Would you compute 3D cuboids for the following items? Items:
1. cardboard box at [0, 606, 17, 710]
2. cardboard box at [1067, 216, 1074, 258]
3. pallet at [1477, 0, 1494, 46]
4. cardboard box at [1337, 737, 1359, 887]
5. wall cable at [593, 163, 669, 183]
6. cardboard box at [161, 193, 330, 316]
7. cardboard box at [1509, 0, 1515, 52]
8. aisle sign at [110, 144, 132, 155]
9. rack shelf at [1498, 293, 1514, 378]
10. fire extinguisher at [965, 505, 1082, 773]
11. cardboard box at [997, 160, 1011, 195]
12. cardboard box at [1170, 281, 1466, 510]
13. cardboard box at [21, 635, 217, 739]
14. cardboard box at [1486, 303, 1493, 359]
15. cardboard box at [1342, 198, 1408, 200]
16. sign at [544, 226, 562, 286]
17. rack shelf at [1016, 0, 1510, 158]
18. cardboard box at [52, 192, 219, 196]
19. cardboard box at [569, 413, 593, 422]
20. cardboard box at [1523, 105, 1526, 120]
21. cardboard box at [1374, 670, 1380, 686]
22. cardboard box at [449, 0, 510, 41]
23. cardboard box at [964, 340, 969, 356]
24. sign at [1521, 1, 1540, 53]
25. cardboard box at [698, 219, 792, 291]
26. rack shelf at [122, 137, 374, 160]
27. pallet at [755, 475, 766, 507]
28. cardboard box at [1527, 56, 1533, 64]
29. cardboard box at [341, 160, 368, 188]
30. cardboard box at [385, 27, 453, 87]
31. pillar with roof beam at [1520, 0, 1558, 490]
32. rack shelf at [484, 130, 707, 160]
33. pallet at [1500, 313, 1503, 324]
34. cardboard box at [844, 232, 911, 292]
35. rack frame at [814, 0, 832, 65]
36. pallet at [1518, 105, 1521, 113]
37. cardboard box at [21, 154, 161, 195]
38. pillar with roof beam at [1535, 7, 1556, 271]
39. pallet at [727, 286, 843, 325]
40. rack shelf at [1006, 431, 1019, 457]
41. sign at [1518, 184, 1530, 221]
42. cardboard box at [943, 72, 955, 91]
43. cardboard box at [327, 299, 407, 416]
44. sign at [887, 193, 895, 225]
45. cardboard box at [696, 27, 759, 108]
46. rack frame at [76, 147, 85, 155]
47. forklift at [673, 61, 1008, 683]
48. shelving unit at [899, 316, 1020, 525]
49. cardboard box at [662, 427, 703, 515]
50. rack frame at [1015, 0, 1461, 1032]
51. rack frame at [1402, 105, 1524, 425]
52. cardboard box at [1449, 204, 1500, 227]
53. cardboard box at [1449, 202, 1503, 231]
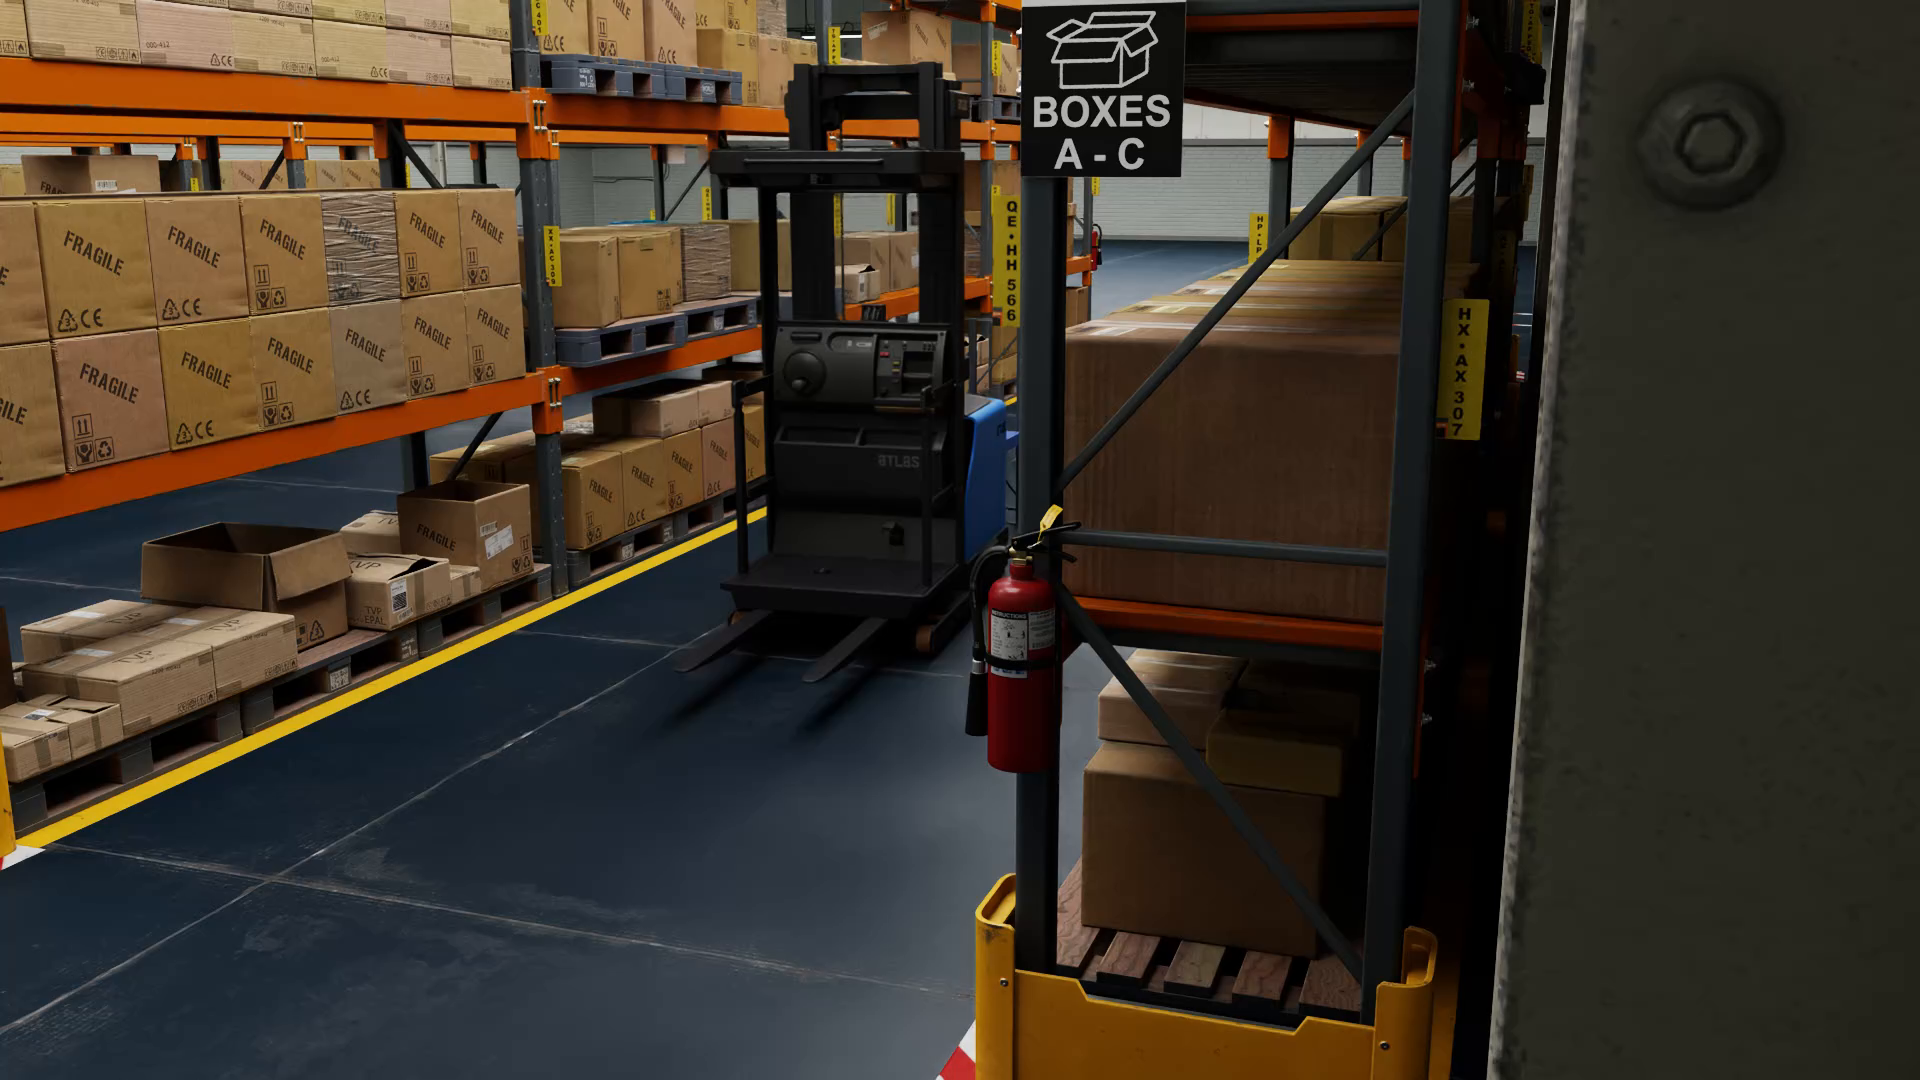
[{"bbox_3d":[-4.106,0.541,6.505,0.500,0.500,0.500,4,14,18],"label":"cardboard box"},{"bbox_3d":[0.965,-3.651,20.019,0.700,0.500,0.500,4,14,18],"label":"cardboard box"},{"bbox_3d":[1.263,-1.809,5.631,1.003,0.211,1.213,4,14,18],"label":"pallet"},{"bbox_3d":[0.933,0.779,5.508,0.700,0.500,0.500,4,14,18],"label":"cardboard box"},{"bbox_3d":[-11.486,-13.655,57.568,3.097,2.526,0.112,4,14,18],"label":"wall cable"},{"bbox_3d":[-3.164,-1.264,7.314,0.500,0.500,0.500,4,14,18],"label":"cardboard box"},{"bbox_3d":[3.004,-3.164,10.153,0.700,0.500,0.500,4,13,15],"label":"cardboard box"},{"bbox_3d":[-12.598,-6.053,24.924,0.394,0.787,0.004,4,14,18],"label":"aisle sign"},{"bbox_3d":[3.875,-1.730,13.443,1.077,0.370,4.000,4,14,18],"label":"rack shelf"},{"bbox_3d":[0.154,0.243,4.194,0.296,0.674,0.183,4,14,18],"label":"fire extinguisher"},{"bbox_3d":[0.134,-3.739,17.489,0.700,0.500,0.500,4,14,18],"label":"cardboard box"},{"bbox_3d":[1.276,-0.543,5.953,0.980,0.700,0.700,4,13,16],"label":"cardboard box"},{"bbox_3d":[-3.443,0.596,6.827,0.500,0.250,0.500,4,14,18],"label":"cardboard box"},{"bbox_3d":[2.491,-1.210,8.611,0.500,0.500,0.500,4,14,19],"label":"cardboard box"},{"bbox_3d":[2.664,-2.038,10.554,0.500,0.250,0.500,4,14,18],"label":"cardboard box"},{"bbox_3d":[-2.238,-1.558,9.126,0.100,0.325,0.005,4,14,18],"label":"sign"},{"bbox_3d":[1.287,-1.508,5.729,1.077,0.370,4.000,4,14,18],"label":"rack shelf"},{"bbox_3d":[-3.673,-1.305,7.492,0.500,0.500,0.500,5,14,20],"label":"cardboard box"},{"bbox_3d":[-2.373,-0.610,11.547,0.500,0.500,0.500,4,13,16],"label":"cardboard box"},{"bbox_3d":[4.920,-4.108,15.233,0.500,0.500,0.500,5,14,20],"label":"cardboard box"},{"bbox_3d":[1.247,0.396,5.729,0.380,0.149,0.250,5,14,19],"label":"cardboard box"},{"bbox_3d":[-2.655,-2.684,8.480,0.500,0.250,0.500,4,14,18],"label":"cardboard box"},{"bbox_3d":[-0.188,-1.779,16.018,0.500,0.311,0.500,5,14,20],"label":"cardboard box"},{"bbox_3d":[3.751,-3.371,10.935,0.100,0.325,0.005,4,14,18],"label":"sign"},{"bbox_3d":[-1.557,-2.128,12.402,0.700,0.500,0.500,0,13,-1],"label":"cardboard box"},{"bbox_3d":[-8.891,-5.104,21.486,1.077,0.370,4.000,4,14,18],"label":"rack shelf"},{"bbox_3d":[-1.738,-0.501,12.710,1.003,0.211,1.213,4,14,18],"label":"pallet"},{"bbox_3d":[4.951,-4.593,15.111,0.500,0.500,0.500,5,14,20],"label":"cardboard box"},{"bbox_3d":[-8.344,-4.856,22.381,0.500,0.500,0.500,4,14,18],"label":"cardboard box"},{"bbox_3d":[-2.832,-2.336,8.079,0.500,0.250,0.500,4,14,18],"label":"cardboard box"},{"bbox_3d":[0.394,-5.106,13.134,9.100,9.000,0.400,4,14,18],"label":"pillar with roof beam"},{"bbox_3d":[-4.205,-4.748,19.924,1.077,0.370,4.000,4,14,18],"label":"rack shelf"},{"bbox_3d":[3.358,-1.724,12.230,1.213,0.211,1.003,4,14,18],"label":"pallet"},{"bbox_3d":[-0.762,-2.529,15.104,0.500,0.500,0.500,4,14,18],"label":"cardboard box"},{"bbox_3d":[-1.460,-4.940,12.409,1.000,3.000,0.127,4,14,18],"label":"rack frame"},{"bbox_3d":[3.889,-3.532,13.401,1.213,0.211,1.003,4,14,18],"label":"pallet"},{"bbox_3d":[-9.928,-3.912,19.093,1.000,1.000,1.000,4,14,19],"label":"cardboard box"},{"bbox_3d":[8.159,-10.159,35.274,9.100,9.000,0.400,4,14,18],"label":"pillar with roof beam"},{"bbox_3d":[-1.613,-1.774,12.451,1.213,0.211,1.003,4,14,18],"label":"pallet"},{"bbox_3d":[0.028,-0.574,10.940,0.538,0.185,1.000,4,14,18],"label":"rack shelf"},{"bbox_3d":[5.049,-3.027,14.907,0.100,0.325,0.005,4,14,18],"label":"sign"},{"bbox_3d":[-0.374,-4.323,15.837,0.500,0.250,0.500,6,14,24],"label":"cardboard box"},{"bbox_3d":[-3.003,-0.881,7.883,0.500,0.500,0.500,5,14,20],"label":"cardboard box"},{"bbox_3d":[-0.692,-3.358,16.835,0.100,0.325,0.005,4,14,18],"label":"sign"},{"bbox_3d":[-1.903,-3.215,11.369,0.910,0.500,0.500,4,14,18],"label":"cardboard box"},{"bbox_3d":[-12.904,-4.792,25.243,1.000,3.000,0.127,4,14,18],"label":"rack frame"},{"bbox_3d":[-0.578,-0.935,8.499,1.130,2.935,3.031,3,13,14],"label":"forklift"},{"bbox_3d":[0.028,-0.749,10.900,0.538,1.500,1.048,4,14,18],"label":"shelving unit"},{"bbox_3d":[-2.036,-0.471,10.940,0.500,0.500,0.500,5,14,19],"label":"cardboard box"},{"bbox_3d":[0.640,0.025,4.138,1.000,3.000,0.127,4,14,18],"label":"rack frame"},{"bbox_3d":[4.522,-2.502,15.208,1.000,3.000,0.127,4,14,18],"label":"rack frame"},{"bbox_3d":[2.650,-1.681,8.989,0.500,0.250,0.500,4,13,17],"label":"cardboard box"},{"bbox_3d":[2.823,-1.791,9.469,0.500,0.250,0.500,4,13,17],"label":"cardboard box"}]
